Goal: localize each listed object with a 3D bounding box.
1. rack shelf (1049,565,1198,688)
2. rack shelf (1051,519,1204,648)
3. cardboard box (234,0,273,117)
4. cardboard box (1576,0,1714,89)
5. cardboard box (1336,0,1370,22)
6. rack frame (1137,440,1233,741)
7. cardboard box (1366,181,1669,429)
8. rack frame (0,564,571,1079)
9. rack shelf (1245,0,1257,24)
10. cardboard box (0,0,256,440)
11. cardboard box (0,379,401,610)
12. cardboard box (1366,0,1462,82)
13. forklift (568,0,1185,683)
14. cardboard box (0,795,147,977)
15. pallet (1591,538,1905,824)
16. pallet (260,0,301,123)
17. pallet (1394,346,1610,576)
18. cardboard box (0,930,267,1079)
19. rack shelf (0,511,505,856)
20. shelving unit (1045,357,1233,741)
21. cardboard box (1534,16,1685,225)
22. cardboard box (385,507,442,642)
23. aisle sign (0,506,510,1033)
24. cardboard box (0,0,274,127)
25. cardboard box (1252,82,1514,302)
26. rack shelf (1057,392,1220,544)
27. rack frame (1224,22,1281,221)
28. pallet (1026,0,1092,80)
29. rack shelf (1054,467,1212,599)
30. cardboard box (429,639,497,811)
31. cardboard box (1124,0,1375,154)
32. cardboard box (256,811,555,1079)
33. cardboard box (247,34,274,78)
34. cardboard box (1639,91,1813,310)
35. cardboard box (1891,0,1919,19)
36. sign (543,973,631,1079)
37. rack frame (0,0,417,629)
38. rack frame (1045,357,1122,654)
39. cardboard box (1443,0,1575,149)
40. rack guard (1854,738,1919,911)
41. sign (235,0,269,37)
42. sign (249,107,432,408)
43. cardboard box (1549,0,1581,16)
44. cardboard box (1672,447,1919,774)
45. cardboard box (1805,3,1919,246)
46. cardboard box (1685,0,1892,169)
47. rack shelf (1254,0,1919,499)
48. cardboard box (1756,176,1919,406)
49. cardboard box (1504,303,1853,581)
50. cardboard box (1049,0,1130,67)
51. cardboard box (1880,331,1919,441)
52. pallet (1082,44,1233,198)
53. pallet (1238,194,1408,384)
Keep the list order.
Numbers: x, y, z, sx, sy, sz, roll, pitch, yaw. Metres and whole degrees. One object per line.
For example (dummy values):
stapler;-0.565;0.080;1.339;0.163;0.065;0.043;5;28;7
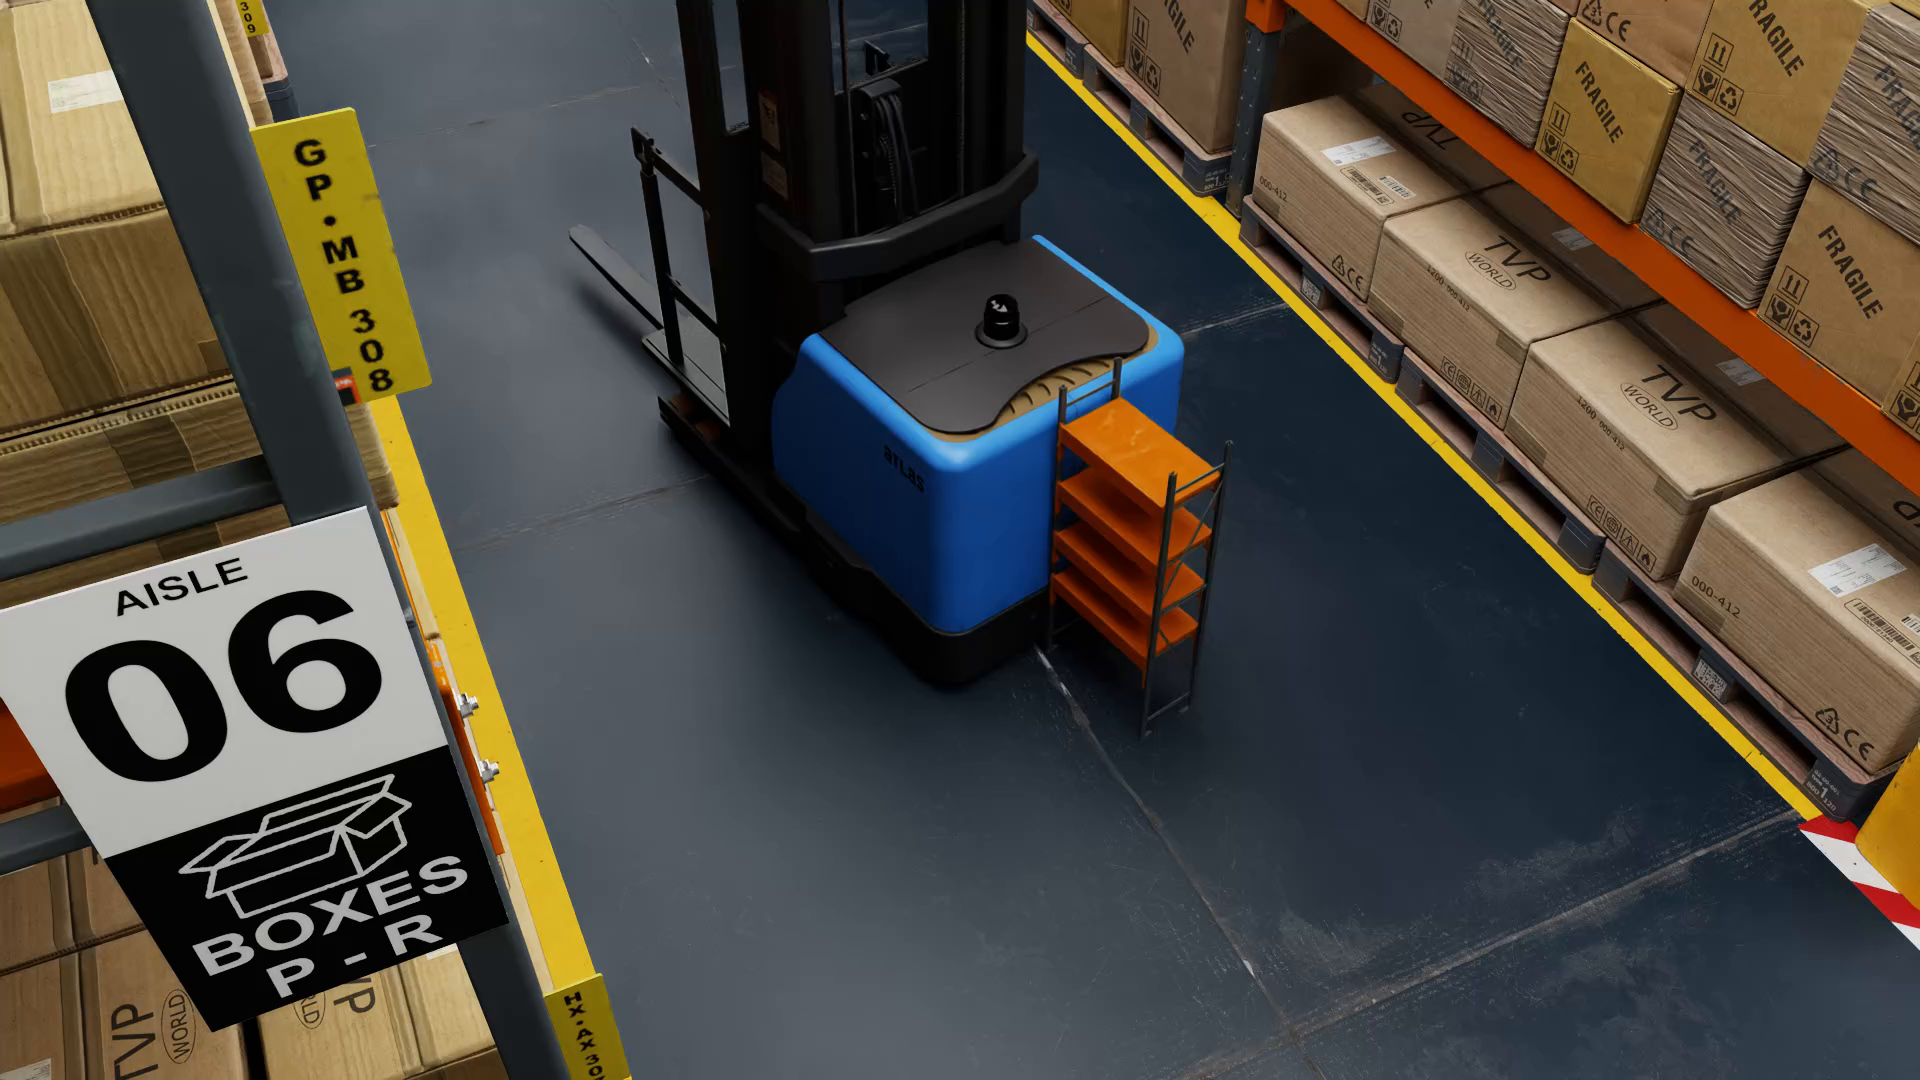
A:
rack shelf;0.546;0.244;5.527;0.258;0.148;0.480;-28;51;-26
rack shelf;0.546;0.102;5.388;0.258;0.148;0.480;-28;51;-26
cardboard box;-1.469;-0.859;2.744;0.500;0.250;0.500;-19;48;-19
cardboard box;2.328;-1.786;5.141;0.500;0.500;0.500;-18;47;-18
cardboard box;1.685;-2.404;6.479;0.500;0.500;0.500;-17;47;-16
rack frame;0.694;0.191;5.202;0.240;1.200;0.015;-28;51;-26
cardboard box;2.269;-0.980;6.633;0.875;0.438;0.875;-19;48;-19
rack frame;-1.094;1.273;2.825;1.000;3.000;0.127;-18;47;-17
rack shelf;0.885;-3.763;8.440;1.077;0.370;4.000;-18;47;-17
cardboard box;-1.053;-0.382;1.905;0.500;0.250;0.500;-19;48;-18
cardboard box;-1.033;-0.211;2.088;0.500;0.250;0.500;-19;48;-18
cardboard box;1.893;-2.082;6.153;0.500;0.500;0.500;-18;47;-17
forklift;-0.543;-1.545;5.729;1.130;2.935;3.031;-28;51;-26
cardboard box;-1.744;0.676;3.324;0.500;0.250;0.500;-18;47;-17
pallet;3.000;0.311;5.785;1.003;0.211;1.213;-18;47;-17
pallet;-3.013;-1.750;6.024;1.003;0.211;1.213;-18;47;-17
pallet;2.491;-0.466;6.572;1.003;0.211;1.213;-18;47;-17
cardboard box;-1.529;1.005;2.990;0.500;0.250;0.500;-17;47;-16
rack shelf;-1.935;-0.814;3.315;1.077;0.370;4.000;-18;47;-17
shelving unit;0.546;0.055;5.340;0.258;1.200;0.503;-28;51;-26
cardboard box;2.313;-1.435;5.497;0.500;0.500;0.500;-17;47;-16
cardboard box;-1.469;0.208;3.798;0.500;0.250;0.500;-19;48;-18
aisle sign;-0.799;0.304;1.955;0.394;0.787;0.004;-18;47;-17
cardboard box;-1.250;-0.712;2.239;0.500;0.250;0.500;-18;47;-18
cardboard box;1.892;-1.550;7.211;0.875;0.438;0.875;-19;48;-18
rack shelf;0.546;-0.225;5.064;0.258;0.148;0.480;-28;51;-26
rack frame;1.726;-2.745;6.896;1.000;3.000;0.127;-18;47;-17
pallet;0.816;-3.000;9.140;1.003;0.211;1.213;-18;47;-17
rack shelf;0.546;-0.057;5.231;0.258;0.148;0.480;-28;51;-26
cardboard box;-1.253;0.530;3.472;0.500;0.250;0.500;-18;47;-17
cardboard box;1.392;-2.509;7.871;0.875;0.875;0.875;-17;47;-16
cardboard box;-1.041;0.851;3.146;0.500;0.250;0.500;-18;47;-17
cardboard box;-2.777;-1.836;5.605;0.700;0.500;0.500;-17;47;-16
cardboard box;2.542;-1.110;5.168;0.500;0.500;0.500;-17;47;-16
cardboard box;2.693;-1.455;4.344;0.380;0.149;0.250;-17;47;-17
sign;-0.602;0.804;2.683;0.100;0.325;0.005;-18;47;-17
rack frame;-1.094;-0.863;0.717;1.000;3.000;0.127;-18;47;-17
rack frame;0.399;-0.082;5.479;0.240;1.200;0.015;-28;51;-26
cardboard box;2.097;-1.763;5.830;0.500;0.500;0.500;-18;47;-17
rack guard;3.418;0.709;5.175;1.175;0.500;0.348;-18;47;-17
sign;-2.287;-1.750;5.271;0.100;0.325;0.005;-18;47;-17
sign;-0.602;-0.267;1.627;0.100;0.325;0.005;-18;47;-17
cardboard box;2.118;-2.108;5.467;0.500;0.500;0.500;-17;47;-17
cardboard box;3.039;0.176;5.461;0.875;0.438;0.875;-20;48;-19
cardboard box;2.742;-1.148;4.495;0.500;0.500;0.500;-18;47;-17
cardboard box;2.537;-1.465;4.816;0.500;0.500;0.500;-18;47;-18
rack shelf;2.567;-1.214;5.857;1.077;0.370;4.000;-18;47;-17
cardboard box;2.767;-0.785;4.838;0.500;0.500;0.500;-19;48;-18
cardboard box;2.647;-0.405;6.050;0.875;0.438;0.875;-17;47;-16
cardboard box;1.006;-3.083;8.452;0.875;0.875;0.875;-17;47;-16
cardboard box;2.965;-0.460;4.510;0.500;0.500;0.500;-18;47;-17
pallet;1.333;-2.221;8.351;1.003;0.211;1.213;-18;47;-17
pallet;1.974;-1.244;7.361;1.003;0.211;1.213;-18;47;-17
